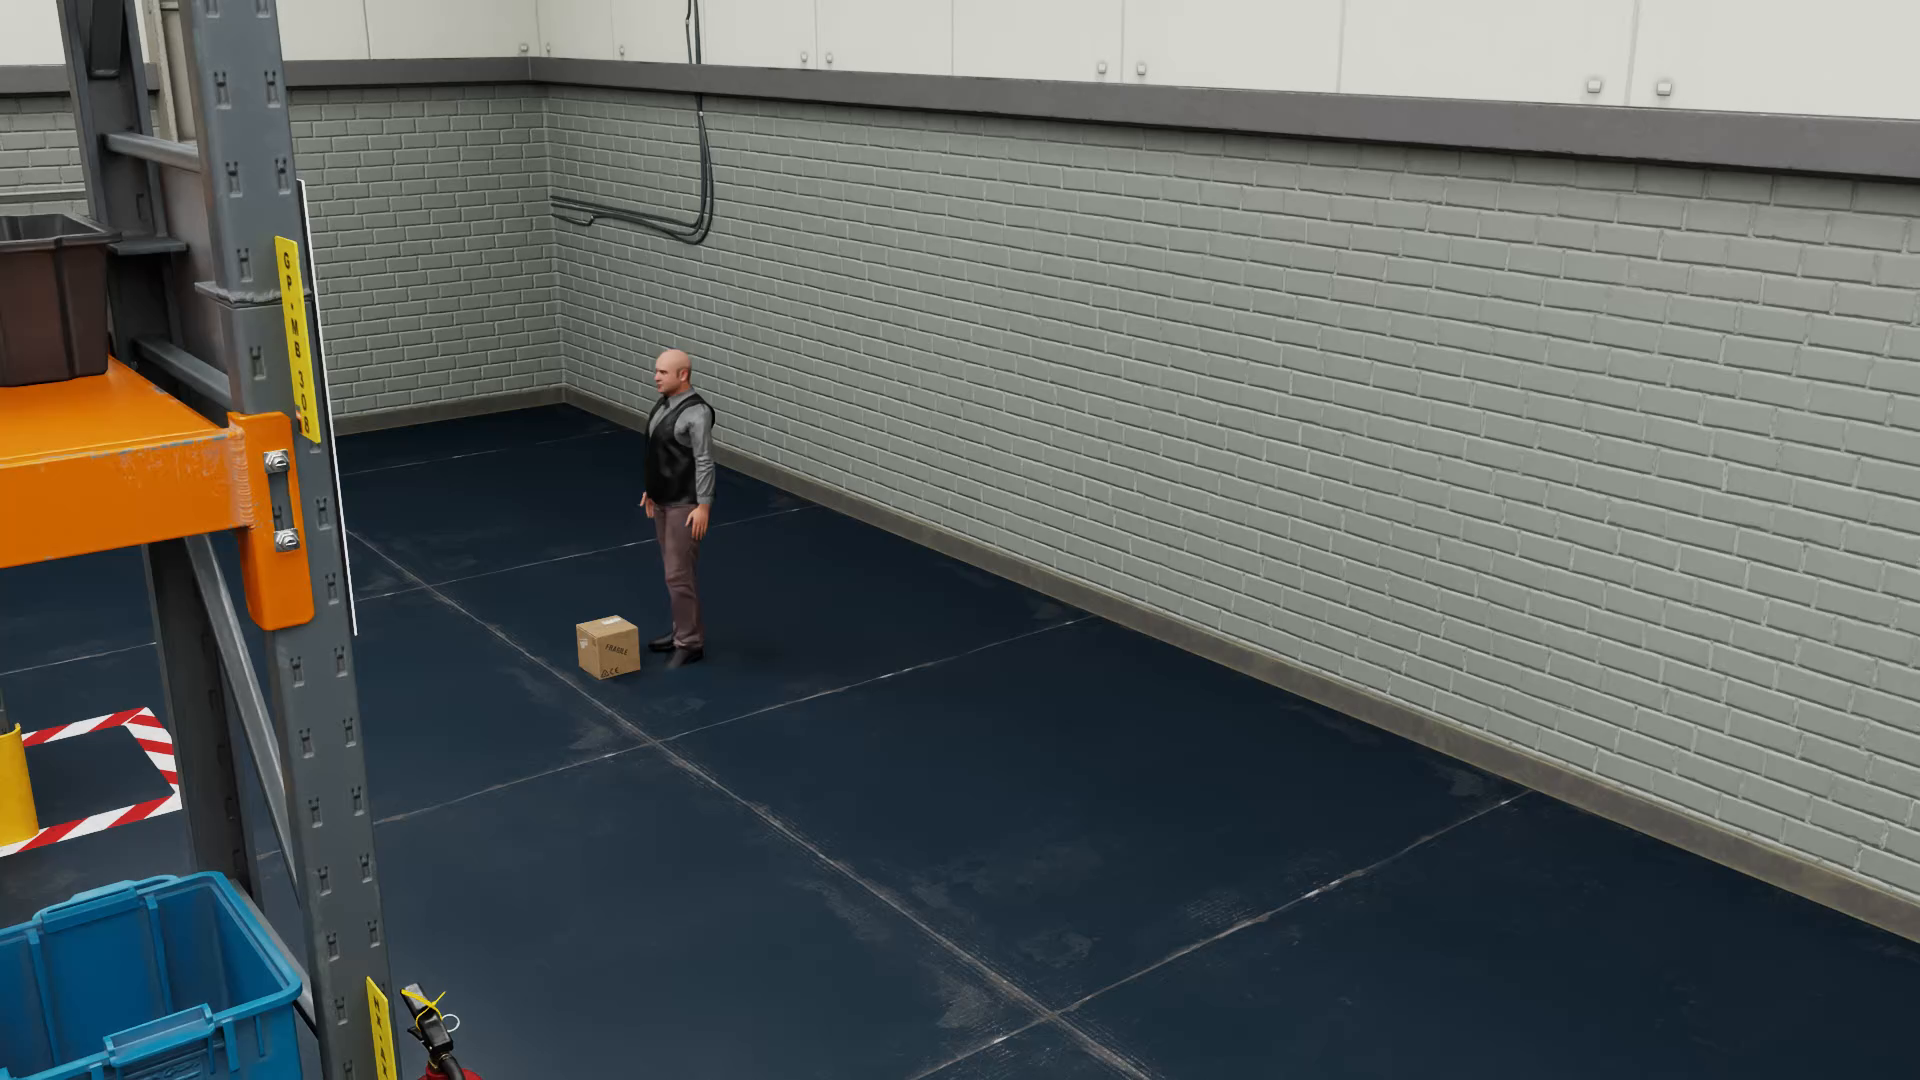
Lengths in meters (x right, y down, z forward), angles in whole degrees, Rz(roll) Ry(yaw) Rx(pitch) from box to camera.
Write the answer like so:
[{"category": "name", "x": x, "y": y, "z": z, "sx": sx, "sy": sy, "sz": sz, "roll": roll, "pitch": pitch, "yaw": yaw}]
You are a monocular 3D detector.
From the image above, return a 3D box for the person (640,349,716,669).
[{"category": "person", "x": -1.597, "y": -0.175, "z": 9.220, "sx": 0.440, "sy": 1.780, "sz": 0.589, "roll": -10, "pitch": 20, "yaw": -29}]
